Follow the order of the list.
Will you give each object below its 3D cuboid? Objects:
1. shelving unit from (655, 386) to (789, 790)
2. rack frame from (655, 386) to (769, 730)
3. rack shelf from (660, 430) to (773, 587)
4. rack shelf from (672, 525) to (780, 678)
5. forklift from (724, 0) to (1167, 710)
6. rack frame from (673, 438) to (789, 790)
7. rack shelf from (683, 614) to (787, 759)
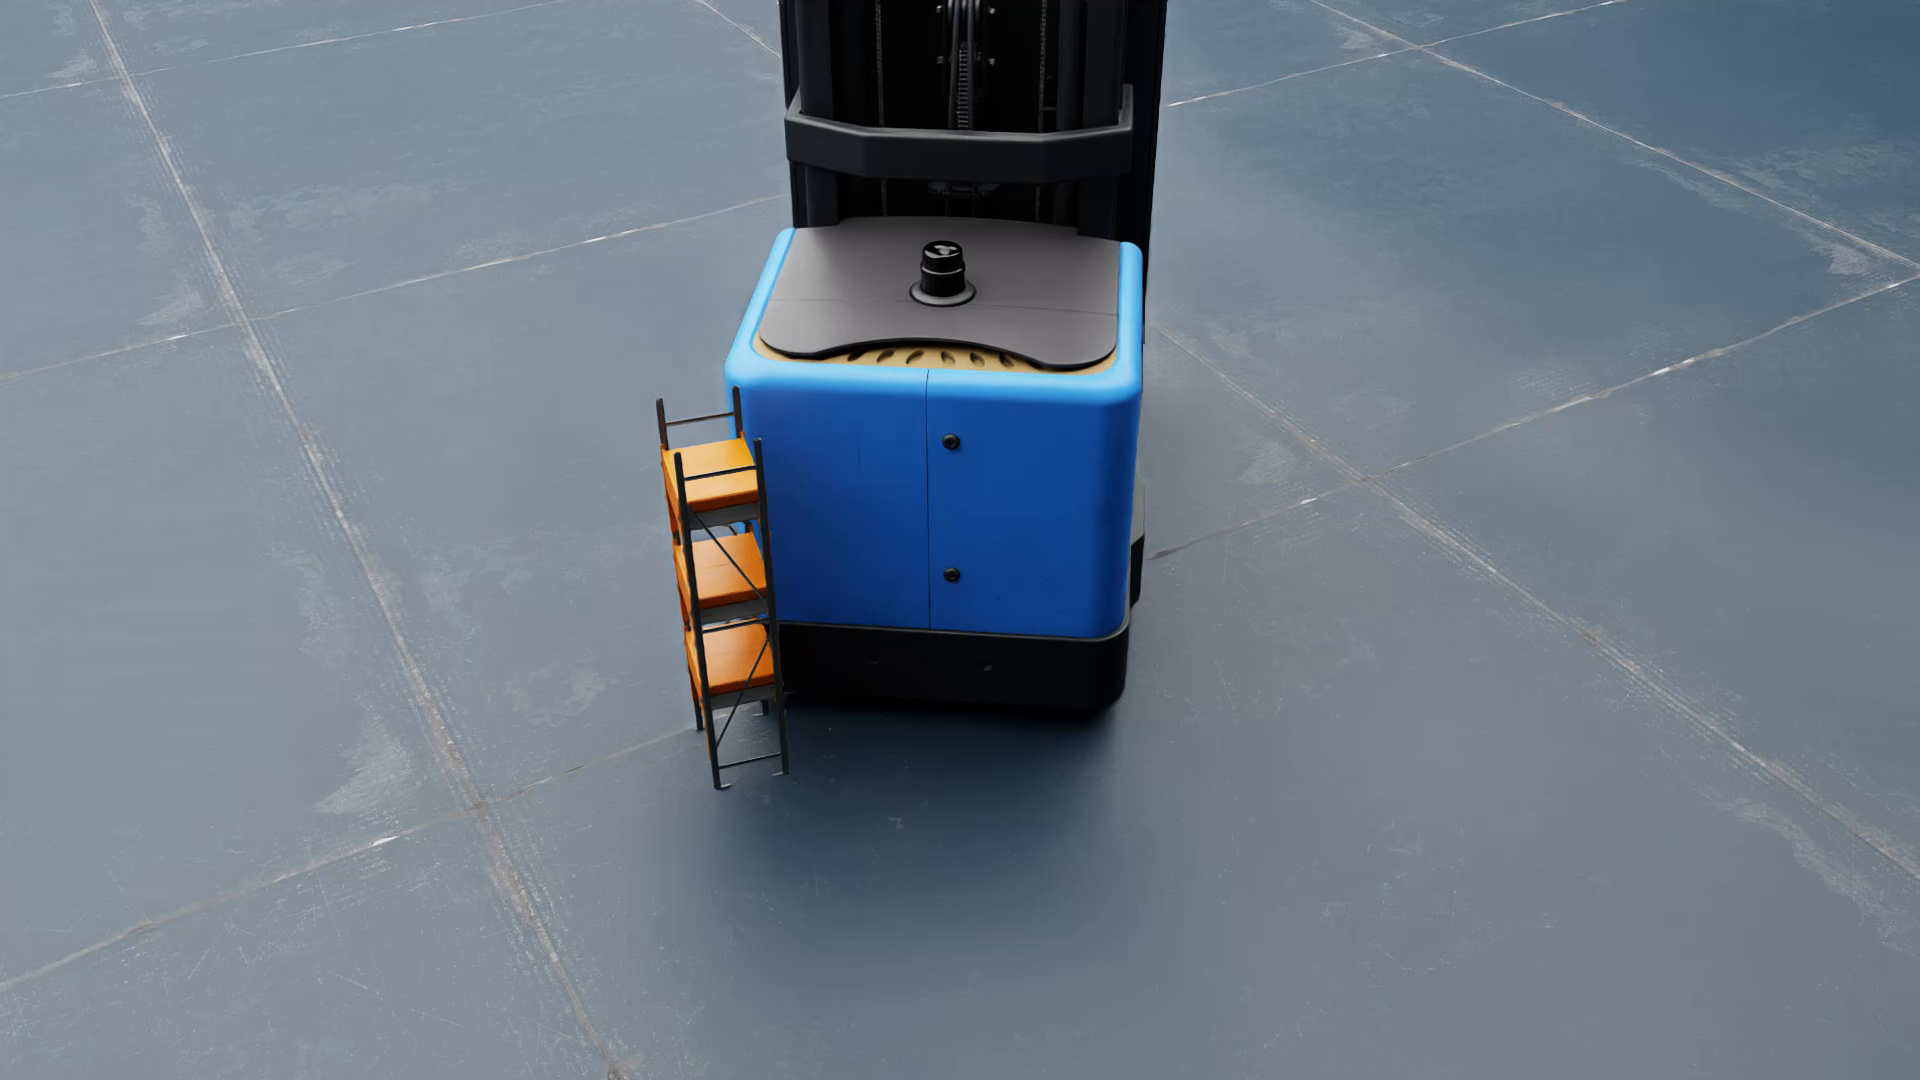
[{"bbox_3d":[-0.585,0.143,4.163,0.215,1.050,0.252,-11,38,-14],"label":"shelving unit"},{"bbox_3d":[-0.623,0.075,4.257,0.200,1.050,0.008,-11,38,-14],"label":"rack frame"},{"bbox_3d":[-0.586,-0.077,4.002,0.215,0.259,0.240,-11,38,-14],"label":"rack shelf"},{"bbox_3d":[-0.585,0.152,4.169,0.215,0.259,0.240,-11,38,-14],"label":"rack shelf"},{"bbox_3d":[0.058,-1.578,4.926,1.130,2.935,3.031,3,36,4],"label":"forklift"},{"bbox_3d":[-0.548,0.212,4.069,0.200,1.050,0.008,-11,38,-14],"label":"rack frame"},{"bbox_3d":[-0.585,0.376,4.334,0.215,0.259,0.240,-11,38,-14],"label":"rack shelf"}]
